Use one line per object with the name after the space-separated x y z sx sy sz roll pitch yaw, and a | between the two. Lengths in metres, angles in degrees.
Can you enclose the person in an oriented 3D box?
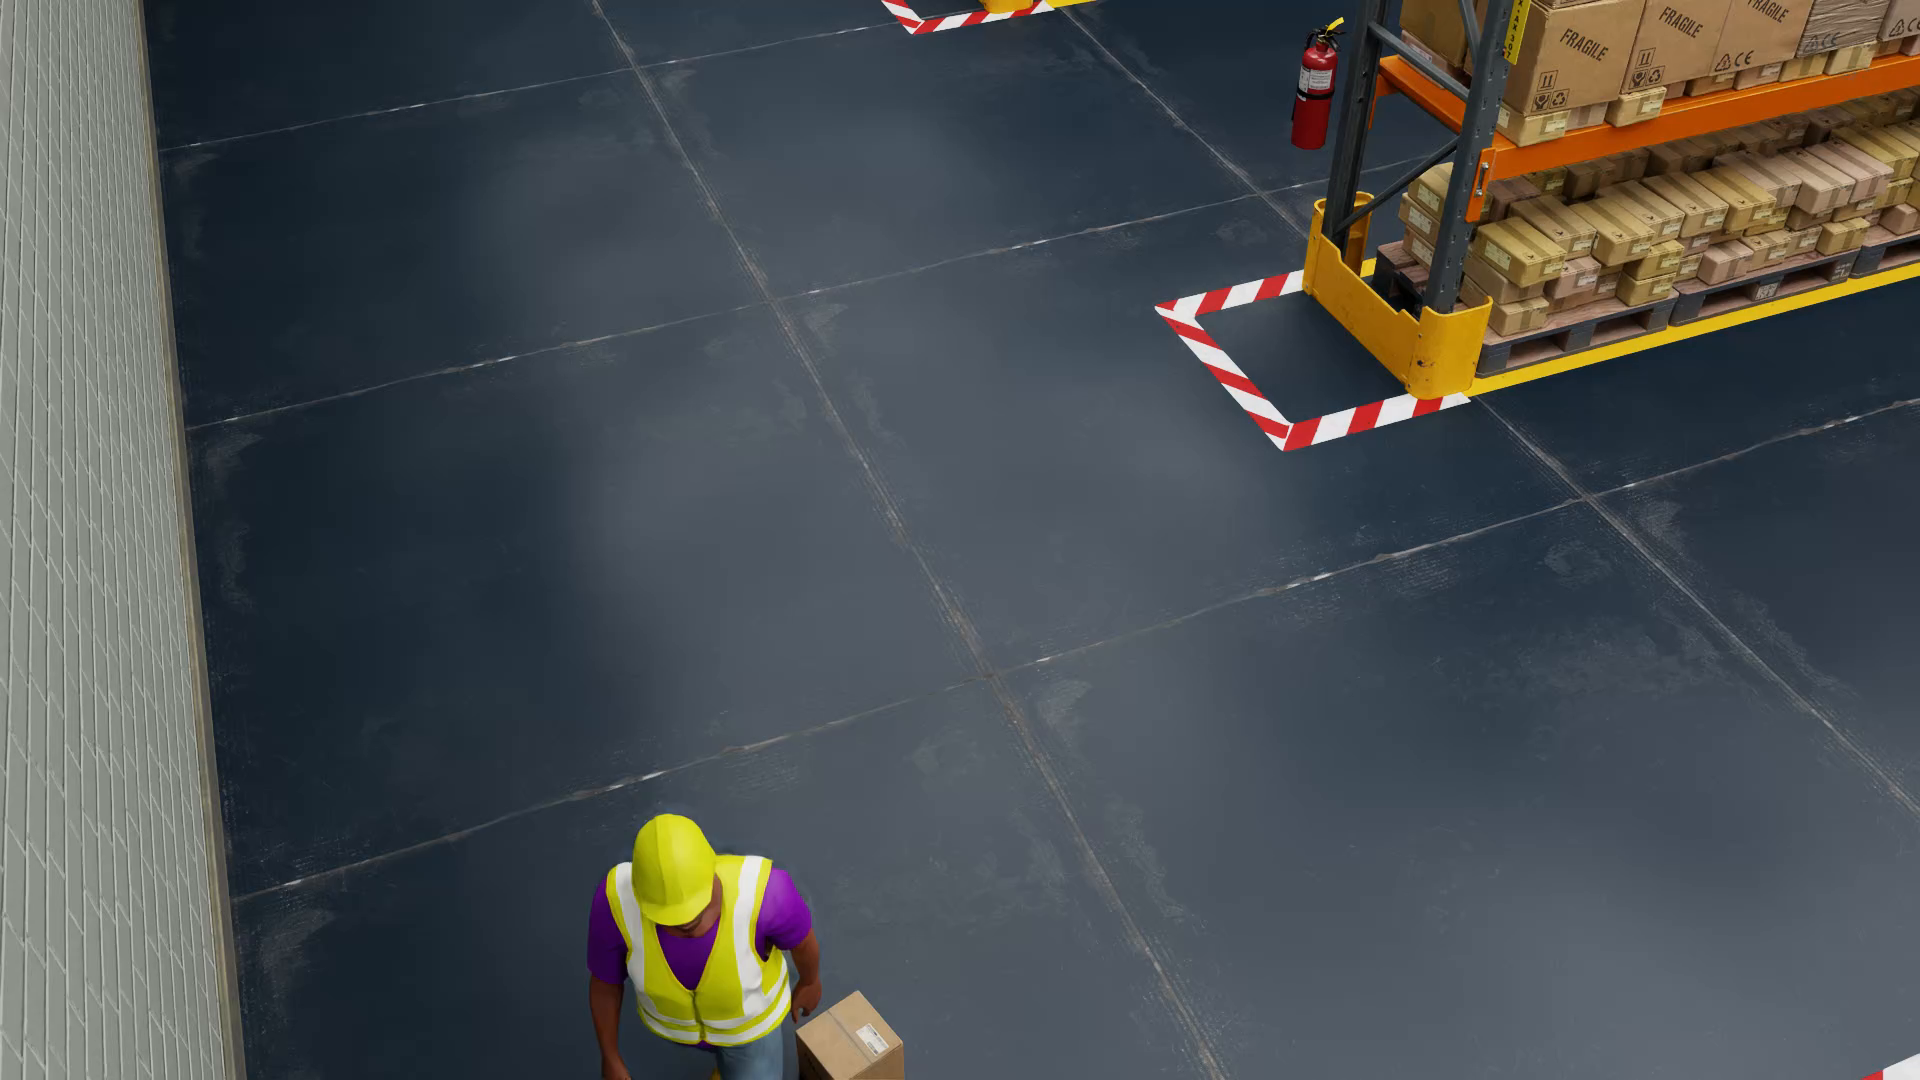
-0.697 1.334 4.632 0.595 1.738 0.966 3 42 3 | person
